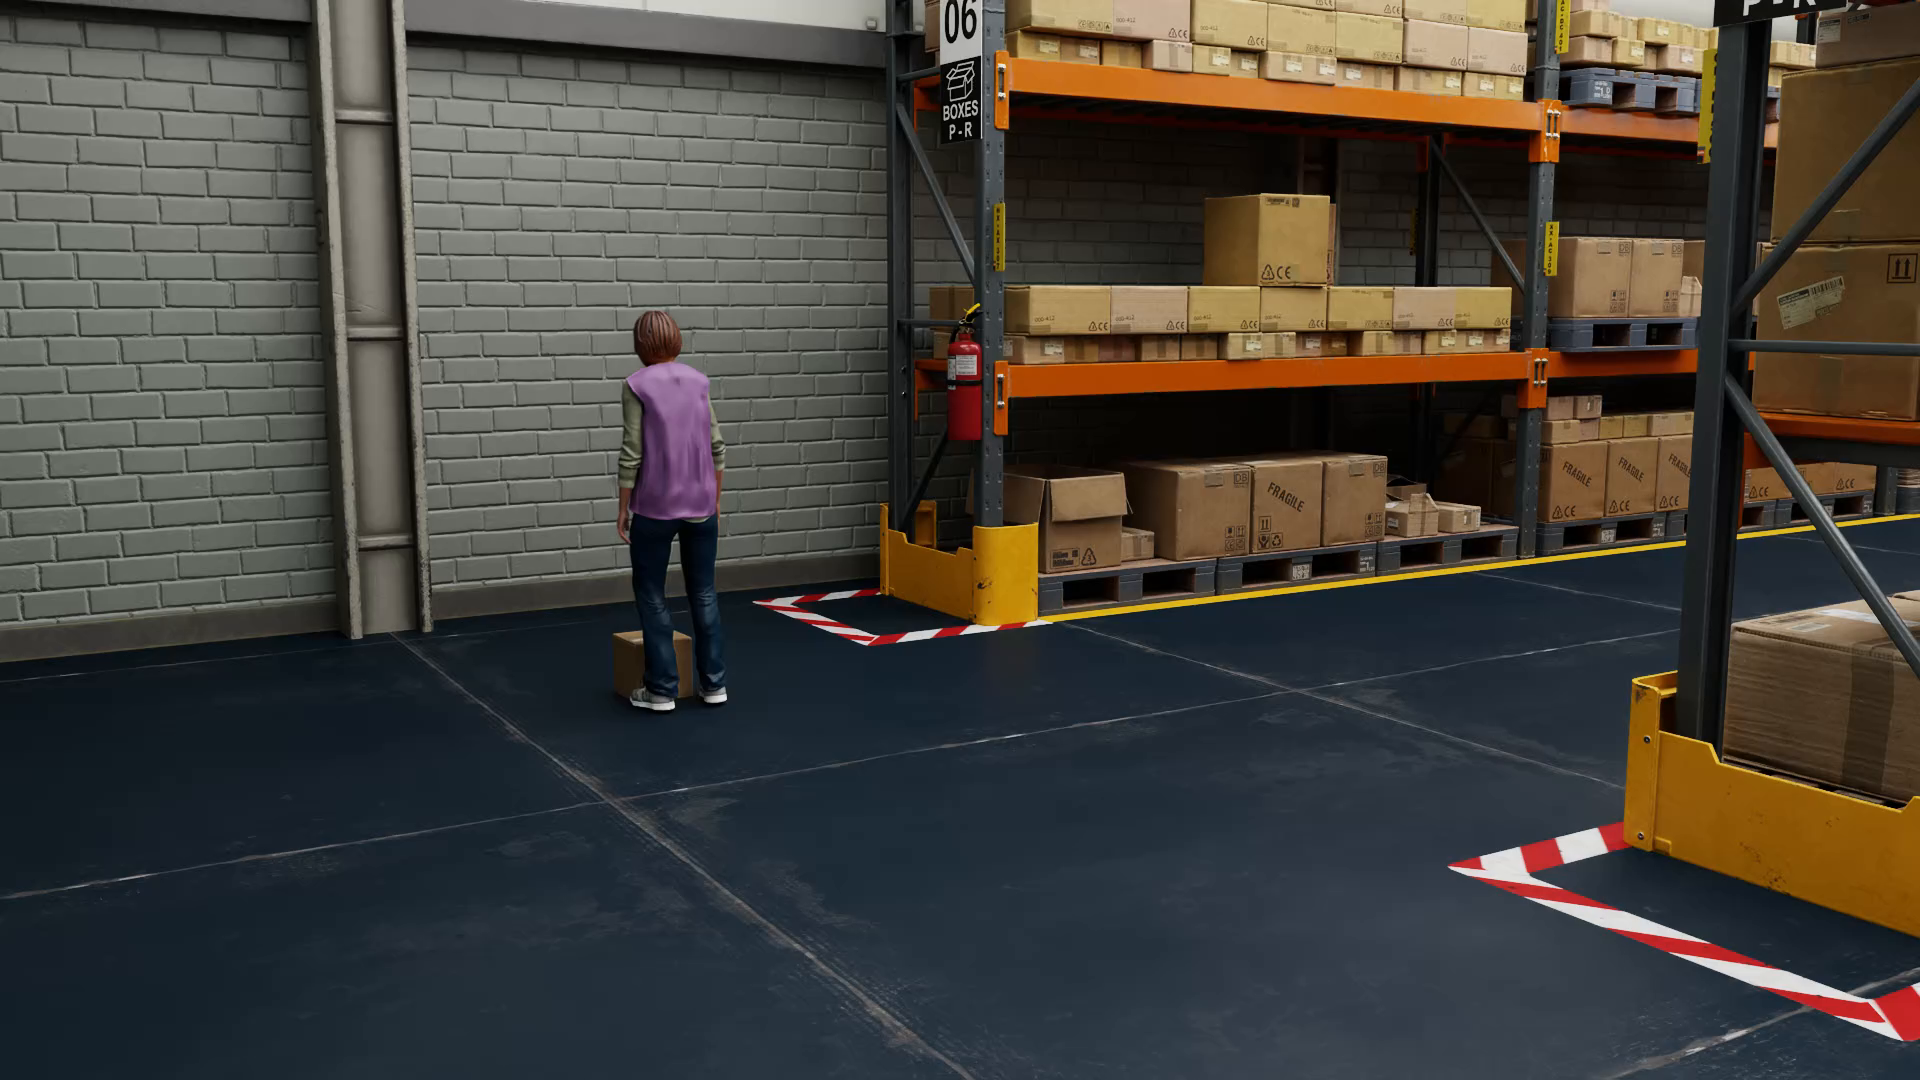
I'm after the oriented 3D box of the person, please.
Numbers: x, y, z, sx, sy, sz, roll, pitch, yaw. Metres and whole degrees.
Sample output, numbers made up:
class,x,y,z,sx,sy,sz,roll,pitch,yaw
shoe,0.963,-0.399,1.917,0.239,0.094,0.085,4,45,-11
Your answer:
class,x,y,z,sx,sy,sz,roll,pitch,yaw
person,-1.147,-0.112,6.636,0.477,1.591,0.345,-6,10,-34
